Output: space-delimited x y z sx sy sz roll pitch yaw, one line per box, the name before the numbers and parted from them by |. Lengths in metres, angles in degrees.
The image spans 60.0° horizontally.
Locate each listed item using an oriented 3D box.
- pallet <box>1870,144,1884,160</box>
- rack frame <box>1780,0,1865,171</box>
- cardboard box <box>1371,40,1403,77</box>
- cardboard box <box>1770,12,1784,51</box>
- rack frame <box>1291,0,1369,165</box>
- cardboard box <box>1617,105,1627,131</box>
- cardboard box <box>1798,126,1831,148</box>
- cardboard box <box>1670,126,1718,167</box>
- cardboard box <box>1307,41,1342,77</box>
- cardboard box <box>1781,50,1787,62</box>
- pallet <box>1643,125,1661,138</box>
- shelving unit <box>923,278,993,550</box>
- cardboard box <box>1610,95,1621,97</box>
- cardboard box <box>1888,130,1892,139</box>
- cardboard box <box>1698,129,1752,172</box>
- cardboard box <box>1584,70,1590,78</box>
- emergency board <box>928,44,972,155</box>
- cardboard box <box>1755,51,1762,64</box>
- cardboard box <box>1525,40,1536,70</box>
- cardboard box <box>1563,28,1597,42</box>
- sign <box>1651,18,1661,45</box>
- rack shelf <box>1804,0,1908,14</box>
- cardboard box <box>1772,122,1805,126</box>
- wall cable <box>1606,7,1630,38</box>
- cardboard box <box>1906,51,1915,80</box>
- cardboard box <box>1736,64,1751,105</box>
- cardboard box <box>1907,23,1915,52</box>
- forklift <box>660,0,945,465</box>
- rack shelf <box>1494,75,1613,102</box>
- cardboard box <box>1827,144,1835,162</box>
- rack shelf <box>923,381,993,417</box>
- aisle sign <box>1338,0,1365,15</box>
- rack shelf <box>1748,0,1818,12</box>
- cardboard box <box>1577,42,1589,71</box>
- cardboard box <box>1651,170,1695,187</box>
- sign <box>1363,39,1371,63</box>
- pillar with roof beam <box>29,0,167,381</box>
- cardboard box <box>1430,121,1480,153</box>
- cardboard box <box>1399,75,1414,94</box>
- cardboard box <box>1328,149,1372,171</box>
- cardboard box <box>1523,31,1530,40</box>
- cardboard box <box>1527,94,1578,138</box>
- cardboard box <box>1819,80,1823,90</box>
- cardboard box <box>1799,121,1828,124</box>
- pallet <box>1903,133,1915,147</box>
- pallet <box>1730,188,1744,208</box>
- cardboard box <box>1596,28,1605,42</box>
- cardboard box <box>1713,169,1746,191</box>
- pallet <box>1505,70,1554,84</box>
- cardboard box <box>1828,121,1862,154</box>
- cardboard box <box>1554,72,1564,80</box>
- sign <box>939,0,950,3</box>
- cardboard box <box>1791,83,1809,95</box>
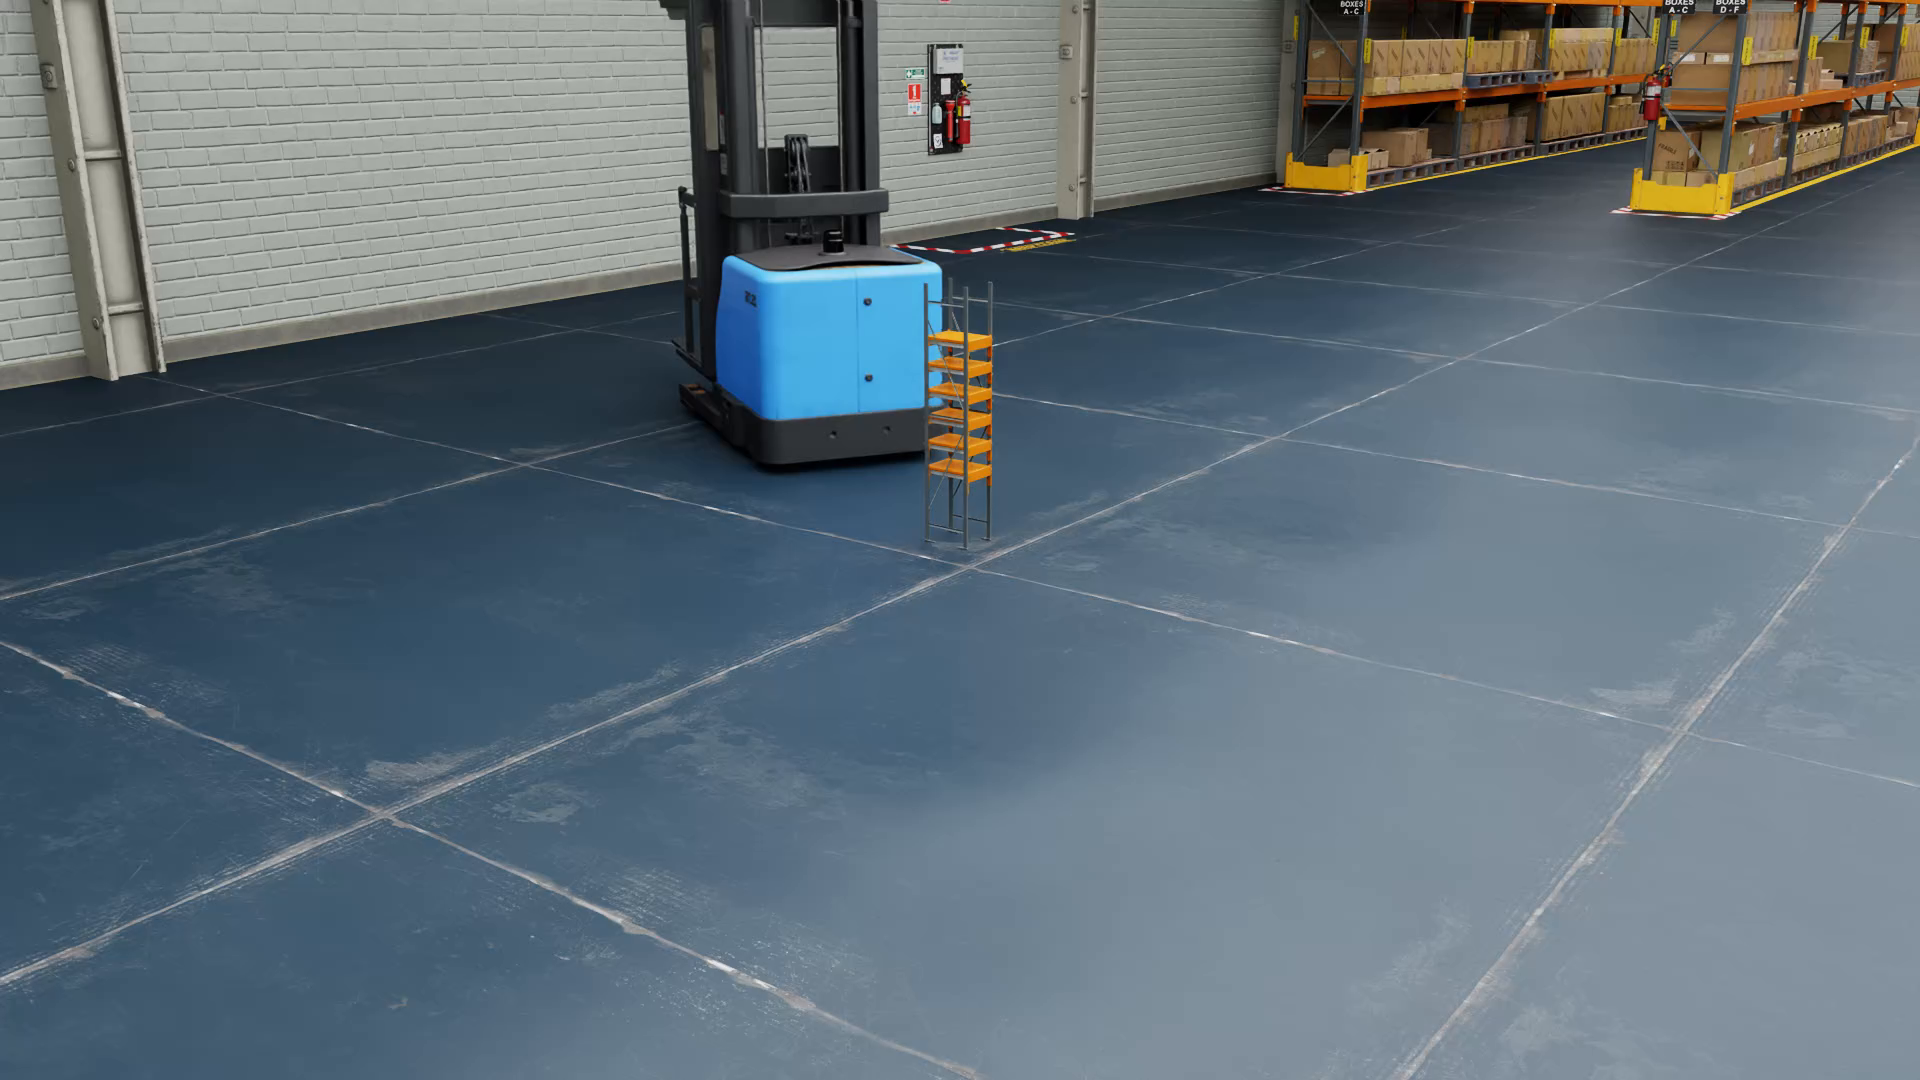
pallet | 15.954 -6.999 29.926 1.003 0.211 1.213 12 21 35
rack frame | 14.025 -7.579 27.090 1.000 3.000 0.127 12 21 35
cardboard box | 6.106 -7.020 24.247 0.500 0.500 0.500 12 21 35
cardboard box | 10.783 -6.947 22.699 0.700 0.500 0.500 12 21 35
rack frame | 5.277 -6.548 23.770 1.000 3.000 0.127 12 21 35
cardboard box | 13.257 -8.692 34.181 0.700 0.500 0.500 12 21 34
cardboard box | 13.303 -6.321 26.023 0.500 0.311 0.500 12 21 34
cardboard box | 9.922 -5.340 22.545 0.500 0.500 0.500 12 21 35
cardboard box | 5.387 -6.993 24.161 0.500 0.500 0.500 12 21 34
cardboard box | 11.193 -6.697 22.988 0.380 0.149 0.250 12 21 35
pallet | 14.397 -8.822 35.798 1.003 0.211 1.213 12 21 35
shelving unit | -0.009 -0.570 7.555 0.258 1.200 0.189 12 21 35
cardboard box | 13.634 -9.253 34.897 0.380 0.149 0.250 13 21 35
cardboard box | 17.339 -7.658 31.381 0.380 0.166 0.250 12 21 35
cardboard box | 10.052 -5.126 21.858 0.500 0.500 0.500 12 21 35
cardboard box | 11.822 -8.927 31.822 0.380 0.149 0.250 12 21 35
emergency board | -0.078 -4.856 18.324 0.194 1.169 0.643 12 21 35
cardboard box | 10.278 -6.332 21.814 0.380 0.149 0.250 12 21 33
cardboard box | 9.772 -8.597 29.460 0.700 0.500 0.500 10 20 28
cardboard box | 11.738 -9.565 31.519 0.500 0.250 0.500 13 21 36
sign | 8.830 -6.438 21.067 0.100 0.325 0.005 12 21 35
rack shelf | 15.216 -9.144 28.286 1.077 0.370 4.000 12 21 35
cardboard box | 13.477 -6.661 27.118 0.500 0.311 0.500 13 22 37
wall cable | 14.814 -11.316 37.412 0.084 1.984 1.851 12 21 35
cardboard box | 17.533 -8.893 31.156 0.500 0.500 0.500 12 21 34
cardboard box | 9.855 -5.956 21.696 0.700 0.500 0.500 13 22 36
cardboard box | 17.222 -9.242 30.592 0.500 0.500 0.500 12 21 33
forklift | -1.103 -2.194 9.868 1.130 2.935 3.031 -7 19 -21
rack shelf | 11.236 -8.586 31.547 1.077 0.370 4.000 12 21 35
cardboard box | 13.603 -6.174 26.496 0.500 0.250 0.500 12 21 34
rack shelf | -0.009 -0.642 7.532 0.258 0.103 0.180 12 21 35
aisle sign | 5.475 -7.719 23.159 0.394 0.787 0.004 12 21 35
rack shelf | 10.450 -7.238 22.150 1.077 0.370 4.000 12 21 35
cardboard box | 11.459 -9.089 31.251 0.500 0.500 0.500 13 22 36
cardboard box | 9.340 -4.740 21.879 0.500 0.250 0.500 12 21 35
sign | 5.713 -6.865 23.333 0.100 0.325 0.005 12 21 35
pillar with roof beam | -2.268 -4.684 7.654 9.100 9.000 0.400 12 21 35
cardboard box | 8.353 -6.827 28.143 0.700 0.500 0.500 12 21 34
cardboard box | 6.429 -6.792 24.777 0.500 0.250 0.500 12 21 34
cardboard box | 5.762 -5.622 24.583 0.500 0.311 0.500 10 20 29
cardboard box | 9.863 -8.933 29.448 0.380 0.149 0.250 9 20 28
cardboard box | 11.115 -7.986 31.320 0.750 0.750 0.750 12 21 34
cardboard box | 13.310 -7.145 26.117 0.380 0.149 0.250 14 22 39
cardboard box | 14.393 -6.859 28.247 0.500 0.500 0.500 13 22 37
pallet | 18.272 -7.944 32.969 1.003 0.211 1.213 12 21 35
pallet | 9.680 -4.531 21.978 1.003 0.211 1.213 12 21 35
cardboard box | 12.042 -9.687 31.910 0.500 0.250 0.500 13 21 36
cardboard box | 10.051 -4.769 21.970 0.500 0.250 0.500 12 21 35
pallet | 9.705 -8.173 29.327 1.213 0.211 1.003 12 21 35
cardboard box | 14.833 -6.778 27.987 0.500 0.500 0.500 12 21 33
cardboard box | 10.810 -8.487 30.405 0.380 0.149 0.250 13 22 36
sign | -0.163 -5.979 18.031 0.001 0.298 0.199 12 21 35
cardboard box | 12.333 -6.681 24.623 0.380 0.149 0.250 12 21 35
